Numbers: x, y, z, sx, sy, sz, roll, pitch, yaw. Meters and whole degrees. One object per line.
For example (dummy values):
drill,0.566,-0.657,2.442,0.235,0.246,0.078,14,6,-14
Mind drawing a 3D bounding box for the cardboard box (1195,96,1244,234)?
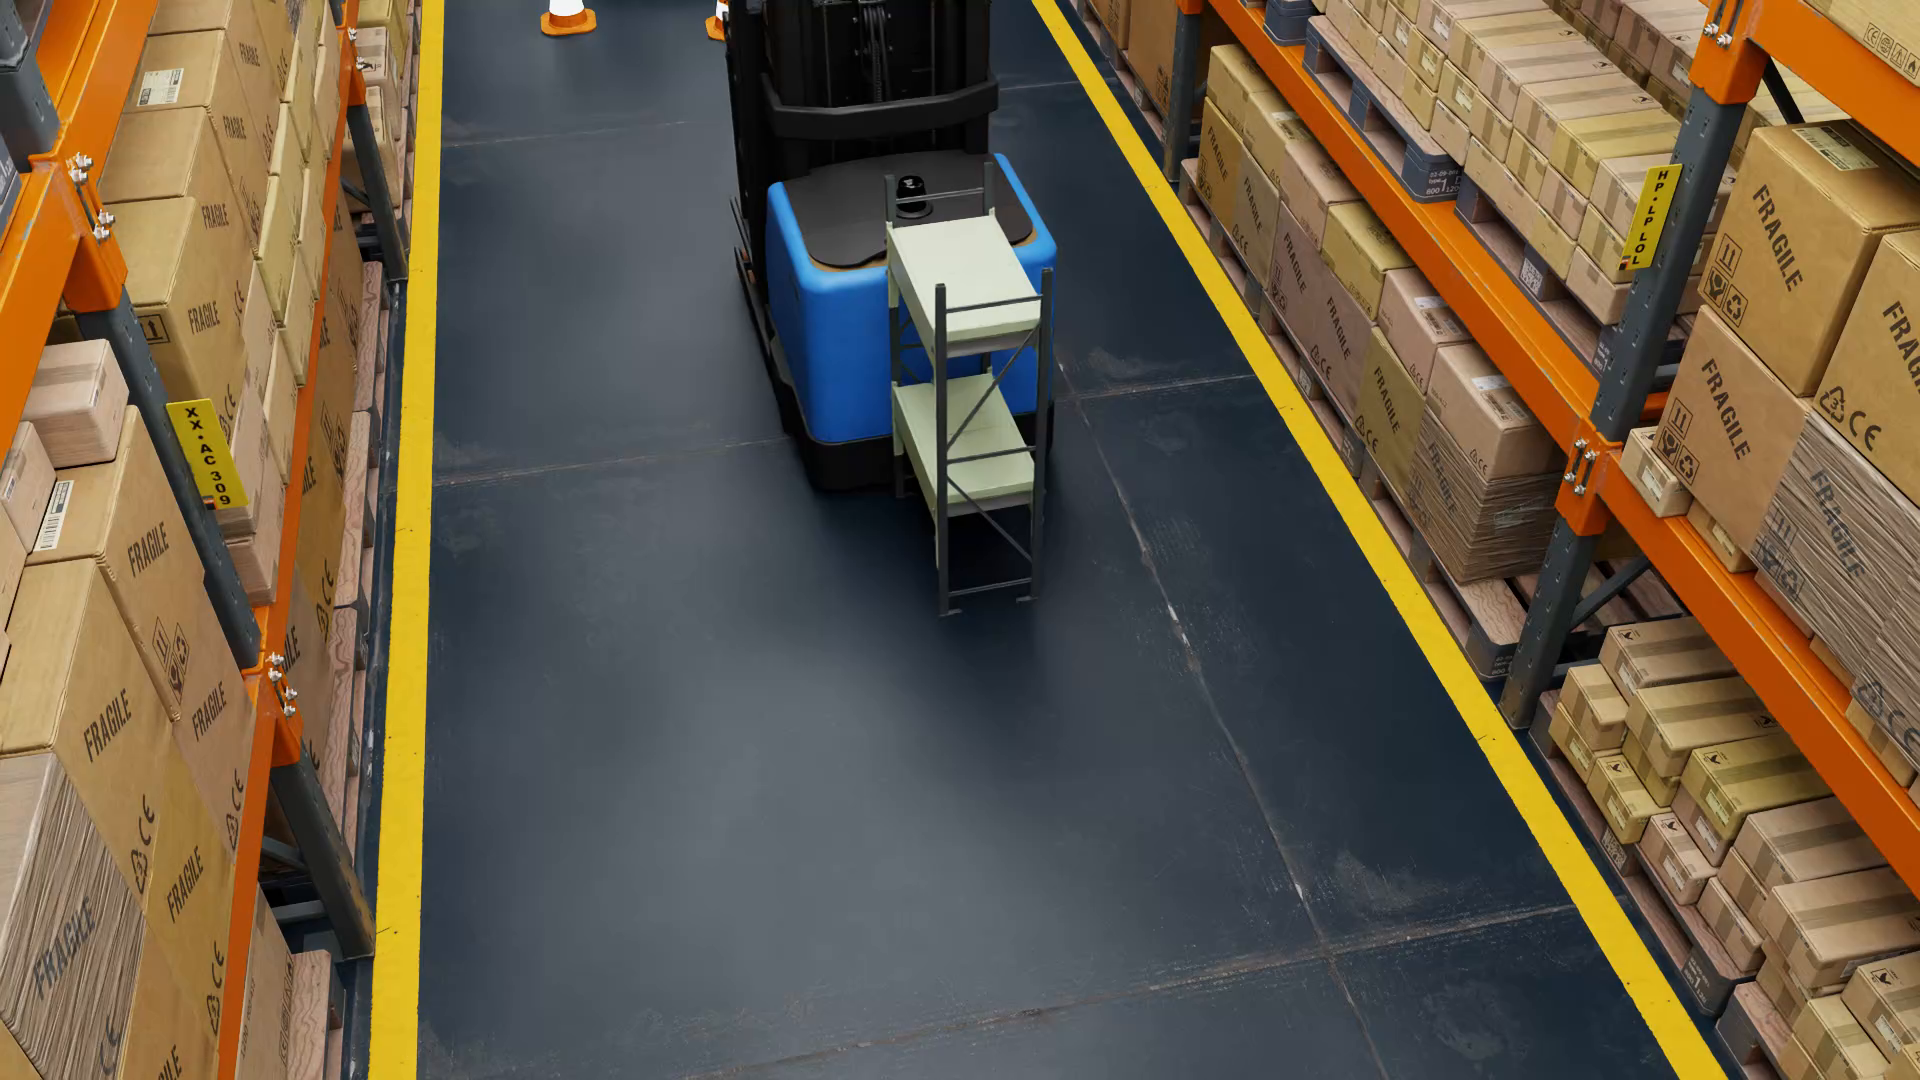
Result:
cardboard box,1.500,-1.864,8.156,0.500,0.500,0.500,-10,43,-11

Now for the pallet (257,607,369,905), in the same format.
pallet,-2.592,0.785,5.707,1.003,0.211,1.213,-8,42,-9

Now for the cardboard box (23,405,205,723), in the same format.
cardboard box,-1.981,0.086,3.565,0.500,0.500,0.500,-9,42,-10

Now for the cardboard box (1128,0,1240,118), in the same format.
cardboard box,1.552,-2.860,9.090,1.050,0.750,0.750,-9,42,-10

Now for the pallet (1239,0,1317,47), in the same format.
pallet,1.854,-2.618,7.584,1.213,0.211,1.003,-8,42,-9

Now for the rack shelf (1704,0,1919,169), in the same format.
rack shelf,2.891,-0.100,2.885,1.077,0.370,4.000,-8,42,-9

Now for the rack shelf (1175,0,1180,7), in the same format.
rack shelf,1.164,-4.164,9.723,1.077,0.370,4.000,-8,42,-9

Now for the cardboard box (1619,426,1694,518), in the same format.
cardboard box,2.201,-0.219,4.927,0.380,0.149,0.250,-7,42,-8

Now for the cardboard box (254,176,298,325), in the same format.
cardboard box,-2.395,-0.890,5.230,0.500,0.250,0.500,-8,42,-9

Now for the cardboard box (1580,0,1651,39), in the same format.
cardboard box,2.543,-1.988,6.155,0.380,0.149,0.250,-7,42,-8

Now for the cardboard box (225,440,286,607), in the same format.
cardboard box,-2.189,-0.036,4.644,0.500,0.250,0.500,-9,42,-10

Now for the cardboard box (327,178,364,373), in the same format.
cardboard box,-3.148,-1.264,7.199,0.875,0.875,0.875,-9,42,-10

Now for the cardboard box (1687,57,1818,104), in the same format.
cardboard box,2.704,-1.497,5.601,0.380,0.149,0.250,-8,42,-9

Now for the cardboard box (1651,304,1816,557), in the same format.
cardboard box,2.320,-0.335,4.569,0.500,0.500,0.500,-9,42,-10

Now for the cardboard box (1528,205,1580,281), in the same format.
cardboard box,2.123,-1.004,5.494,0.380,0.149,0.250,-8,42,-9

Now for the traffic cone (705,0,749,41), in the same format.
traffic cone,-1.405,-3.358,10.184,0.336,0.463,0.334,-8,42,-9

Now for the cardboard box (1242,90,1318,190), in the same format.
cardboard box,1.618,-1.829,7.552,0.500,0.250,0.500,-9,42,-10

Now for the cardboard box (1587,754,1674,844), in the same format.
cardboard box,2.282,0.820,5.398,0.380,0.149,0.250,-7,42,-8

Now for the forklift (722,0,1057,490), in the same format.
forklift,-0.476,-2.292,7.124,1.130,2.935,3.031,-10,43,-11

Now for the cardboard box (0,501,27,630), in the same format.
cardboard box,-1.980,0.081,3.082,0.380,0.149,0.250,-8,42,-9

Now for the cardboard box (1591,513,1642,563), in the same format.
cardboard box,2.559,-0.283,6.376,0.500,0.500,0.500,-7,42,-8

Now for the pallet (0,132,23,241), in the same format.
pallet,-2.186,-0.326,2.665,1.003,0.211,1.213,-8,42,-9

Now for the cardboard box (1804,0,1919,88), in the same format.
cardboard box,2.301,-1.271,3.776,0.500,0.250,0.500,-6,42,-7

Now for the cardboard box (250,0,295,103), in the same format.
cardboard box,-2.629,-1.821,5.713,0.500,0.500,0.500,-8,42,-9

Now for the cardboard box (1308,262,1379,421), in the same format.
cardboard box,1.837,-0.875,7.043,0.500,0.500,0.500,-9,42,-10

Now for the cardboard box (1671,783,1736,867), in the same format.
cardboard box,2.455,0.839,5.152,0.380,0.149,0.250,-9,42,-10

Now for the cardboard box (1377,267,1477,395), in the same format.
cardboard box,1.954,-0.828,6.425,0.500,0.250,0.500,-6,42,-7

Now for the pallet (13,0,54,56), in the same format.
pallet,-2.598,-1.406,3.959,0.805,0.209,1.217,-10,43,-11

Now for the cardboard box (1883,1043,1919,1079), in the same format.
cardboard box,2.644,1.413,4.282,0.380,0.149,0.250,-8,42,-9

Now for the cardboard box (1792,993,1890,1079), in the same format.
cardboard box,2.540,1.369,4.556,0.380,0.149,0.250,-9,42,-10

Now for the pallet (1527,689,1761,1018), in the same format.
pallet,2.639,0.930,5.544,1.003,0.211,1.213,-8,42,-9

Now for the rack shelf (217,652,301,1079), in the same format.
rack shelf,-1.921,1.797,3.008,1.077,0.370,4.000,-8,42,-9

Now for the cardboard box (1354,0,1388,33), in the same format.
cardboard box,1.784,-2.134,6.543,0.380,0.149,0.250,-9,42,-10

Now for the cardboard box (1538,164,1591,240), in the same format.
cardboard box,2.123,-1.118,5.399,0.380,0.149,0.250,-8,42,-9

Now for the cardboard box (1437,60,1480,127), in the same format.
cardboard box,1.954,-1.625,5.970,0.380,0.149,0.250,-10,43,-11

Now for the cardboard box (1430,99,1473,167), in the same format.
cardboard box,1.952,-1.508,6.062,0.380,0.149,0.250,-10,43,-11

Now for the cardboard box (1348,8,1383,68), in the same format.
cardboard box,1.783,-2.021,6.641,0.380,0.149,0.250,-8,42,-9

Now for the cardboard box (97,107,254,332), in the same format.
cardboard box,-2.303,-0.832,4.600,0.500,0.500,0.500,-9,42,-10

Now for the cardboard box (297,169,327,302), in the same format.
cardboard box,-2.497,-1.031,5.765,0.500,0.250,0.500,-9,42,-10

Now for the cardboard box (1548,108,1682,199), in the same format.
cardboard box,2.123,-1.235,5.307,0.380,0.149,0.250,-10,42,-11

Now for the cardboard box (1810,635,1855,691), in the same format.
cardboard box,2.491,0.280,4.364,0.380,0.149,0.250,-10,43,-11

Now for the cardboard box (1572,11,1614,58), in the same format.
cardboard box,2.535,-1.889,6.267,0.380,0.149,0.250,-9,42,-10

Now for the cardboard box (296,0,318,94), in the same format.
cardboard box,-2.749,-1.883,6.348,0.500,0.250,0.500,-9,42,-10

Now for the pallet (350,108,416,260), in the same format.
pallet,-3.383,-1.825,8.647,1.003,0.211,1.213,-8,42,-9

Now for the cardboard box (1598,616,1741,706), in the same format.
cardboard box,2.331,0.396,5.427,0.380,0.149,0.250,-7,42,-8

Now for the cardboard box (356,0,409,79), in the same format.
cardboard box,-3.653,-2.873,9.390,0.950,0.372,0.625,-7,42,-8

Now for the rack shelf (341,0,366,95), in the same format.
rack shelf,-3.647,-3.389,8.850,1.077,0.370,4.000,-8,42,-9

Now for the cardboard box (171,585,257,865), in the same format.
cardboard box,-2.003,0.458,3.899,0.500,0.500,0.500,-8,42,-9

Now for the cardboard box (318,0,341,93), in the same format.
cardboard box,-2.853,-2.015,6.873,0.500,0.250,0.500,-10,43,-11

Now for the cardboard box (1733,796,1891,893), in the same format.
cardboard box,2.514,0.906,4.853,0.380,0.149,0.250,-9,42,-10

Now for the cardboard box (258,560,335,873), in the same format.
cardboard box,-2.564,0.478,5.236,0.875,0.875,0.875,-7,42,-8

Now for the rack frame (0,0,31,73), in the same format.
rack frame,-2.352,-2.012,2.238,1.000,3.000,0.127,-8,42,-9

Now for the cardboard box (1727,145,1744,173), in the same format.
cardboard box,2.765,-1.207,5.499,0.380,0.149,0.250,-9,42,-10

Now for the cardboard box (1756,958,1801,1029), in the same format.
cardboard box,2.582,1.301,4.857,0.380,0.149,0.250,-10,43,-11

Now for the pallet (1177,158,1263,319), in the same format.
pallet,1.763,-1.587,8.379,1.003,0.211,1.213,-8,42,-9

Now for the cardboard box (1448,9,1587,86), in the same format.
cardboard box,1.963,-1.733,5.868,0.380,0.149,0.250,-10,42,-11

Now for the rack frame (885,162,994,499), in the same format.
rack frame,-0.074,-0.771,6.489,0.400,1.500,0.023,-10,43,-11

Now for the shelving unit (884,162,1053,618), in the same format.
shelving unit,0.019,-0.537,6.225,0.431,1.500,0.755,-10,43,-11
